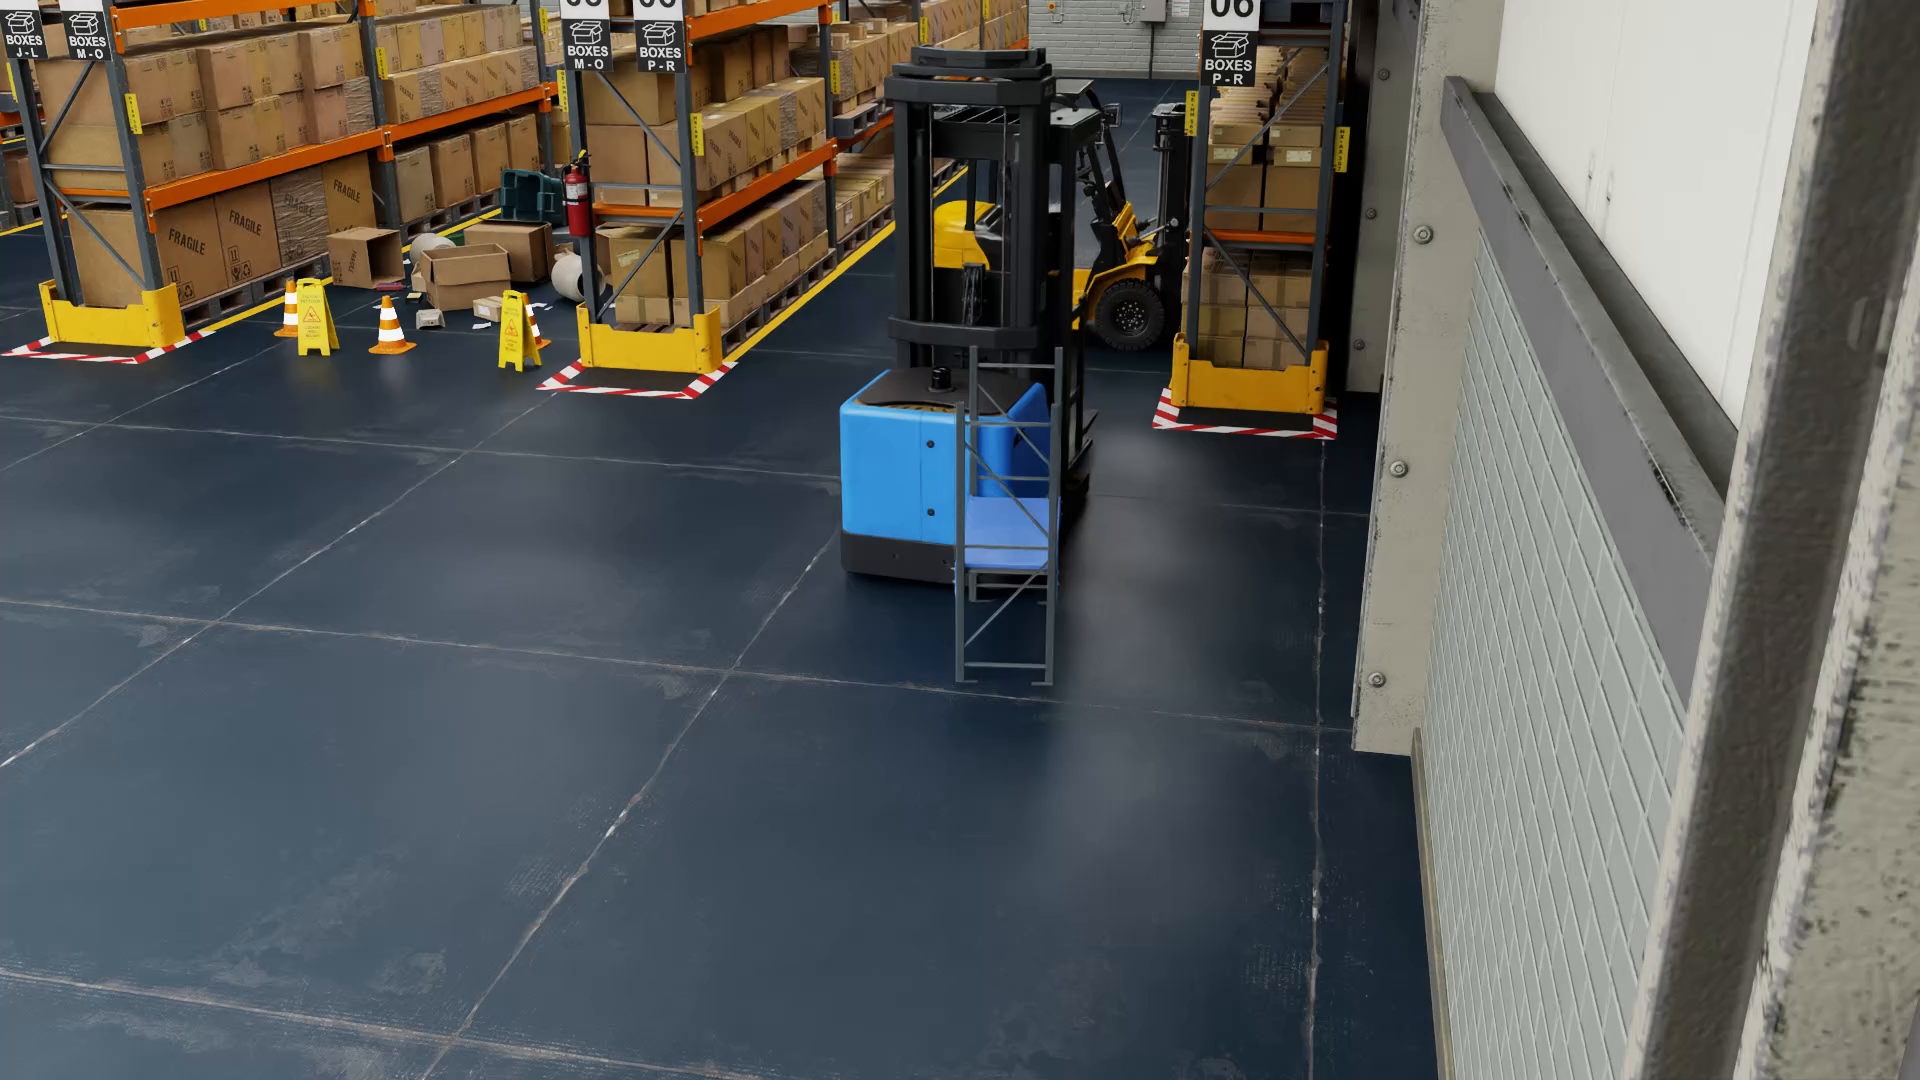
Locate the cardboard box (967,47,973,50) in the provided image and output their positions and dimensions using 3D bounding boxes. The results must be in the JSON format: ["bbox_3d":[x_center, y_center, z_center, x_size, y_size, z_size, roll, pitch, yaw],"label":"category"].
[{"bbox_3d":[-0.113,-6.792,23.403,0.500,0.250,0.500,4,22,10],"label":"cardboard box"}]

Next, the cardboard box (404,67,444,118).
[{"bbox_3d":[-6.189,-5.048,18.739,0.500,0.500,0.500,5,22,11],"label":"cardboard box"}]

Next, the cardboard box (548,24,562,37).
[{"bbox_3d":[-5.455,-6.805,22.212,0.380,0.149,0.250,4,22,11],"label":"cardboard box"}]

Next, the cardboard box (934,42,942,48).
[{"bbox_3d":[-0.527,-6.286,21.477,0.500,0.250,0.500,5,22,12],"label":"cardboard box"}]

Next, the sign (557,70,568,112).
[{"bbox_3d":[-3.151,-3.575,13.243,0.100,0.325,0.005,4,22,11],"label":"sign"}]

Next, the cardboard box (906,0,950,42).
[{"bbox_3d":[-0.427,-6.810,21.775,0.500,0.500,0.500,5,22,12],"label":"cardboard box"}]

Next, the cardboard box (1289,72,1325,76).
[{"bbox_3d":[3.536,-4.668,16.927,0.380,0.149,0.250,4,22,10],"label":"cardboard box"}]

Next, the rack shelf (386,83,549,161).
[{"bbox_3d":[-6.254,-5.043,19.823,1.077,0.370,4.000,4,22,11],"label":"rack shelf"}]

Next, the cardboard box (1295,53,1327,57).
[{"bbox_3d":[3.956,-5.409,18.768,0.380,0.149,0.250,4,22,11],"label":"cardboard box"}]

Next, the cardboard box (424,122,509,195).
[{"bbox_3d":[-6.233,-4.724,20.517,1.050,0.750,0.750,5,22,12],"label":"cardboard box"}]

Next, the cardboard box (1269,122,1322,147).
[{"bbox_3d":[2.526,-3.057,12.528,0.380,0.149,0.250,4,22,10],"label":"cardboard box"}]

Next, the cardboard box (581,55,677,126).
[{"bbox_3d":[-2.721,-3.694,13.640,0.700,0.500,0.500,4,22,10],"label":"cardboard box"}]

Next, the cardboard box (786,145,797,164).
[{"bbox_3d":[-1.767,-3.676,15.802,0.380,0.149,0.250,4,22,10],"label":"cardboard box"}]

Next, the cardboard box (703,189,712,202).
[{"bbox_3d":[-2.302,-2.928,13.944,0.380,0.149,0.250,5,22,12],"label":"cardboard box"}]

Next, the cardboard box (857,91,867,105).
[{"bbox_3d":[-1.237,-4.852,18.161,0.380,0.149,0.250,5,22,12],"label":"cardboard box"}]

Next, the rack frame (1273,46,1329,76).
[{"bbox_3d":[3.065,-3.928,16.092,1.000,3.000,0.127,4,22,11],"label":"rack frame"}]

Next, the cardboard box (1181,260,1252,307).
[{"bbox_3d":[2.037,-2.040,13.185,0.500,0.250,0.500,5,23,13],"label":"cardboard box"}]

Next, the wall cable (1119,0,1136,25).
[{"bbox_3d":[3.172,-11.125,32.602,0.588,1.984,0.122,4,22,11],"label":"wall cable"}]

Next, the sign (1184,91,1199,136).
[{"bbox_3d":[1.720,-3.159,12.314,0.100,0.325,0.005,4,22,11],"label":"sign"}]

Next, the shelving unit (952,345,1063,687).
[{"bbox_3d":[0.266,-0.149,8.716,0.538,1.500,1.048,2,22,4],"label":"shelving unit"}]

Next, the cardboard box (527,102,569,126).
[{"bbox_3d":[-5.468,-5.725,22.334,0.500,0.250,0.500,3,22,8],"label":"cardboard box"}]

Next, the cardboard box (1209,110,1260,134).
[{"bbox_3d":[2.162,-3.288,13.102,0.380,0.149,0.250,5,22,12],"label":"cardboard box"}]

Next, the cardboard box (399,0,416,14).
[{"bbox_3d":[-9.307,-8.928,27.306,0.500,0.500,0.500,4,22,9],"label":"cardboard box"}]

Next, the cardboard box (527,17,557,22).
[{"bbox_3d":[-5.875,-7.245,23.304,0.380,0.149,0.250,5,23,13],"label":"cardboard box"}]

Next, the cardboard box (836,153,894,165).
[{"bbox_3d":[-1.104,-4.538,20.561,0.950,0.372,0.625,3,22,7],"label":"cardboard box"}]

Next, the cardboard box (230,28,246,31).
[{"bbox_3d":[-10.212,-6.916,23.376,0.500,0.500,0.500,4,22,9],"label":"cardboard box"}]

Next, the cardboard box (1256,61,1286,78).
[{"bbox_3d":[3.316,-5.069,17.922,0.380,0.149,0.250,4,22,11],"label":"cardboard box"}]

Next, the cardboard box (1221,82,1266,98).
[{"bbox_3d":[2.548,-4.036,14.961,0.380,0.149,0.250,5,22,12],"label":"cardboard box"}]

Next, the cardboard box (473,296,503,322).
[{"bbox_3d":[-4.322,-2.153,15.500,0.380,0.149,0.250,18,28,38],"label":"cardboard box"}]

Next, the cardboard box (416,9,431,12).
[{"bbox_3d":[-9.197,-8.758,27.886,0.500,0.250,0.500,4,22,11],"label":"cardboard box"}]

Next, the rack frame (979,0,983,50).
[{"bbox_3d":[-0.163,-7.231,24.292,1.000,3.000,0.127,4,22,11],"label":"rack frame"}]

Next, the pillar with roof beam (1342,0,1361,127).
[{"bbox_3d":[1.507,-10.151,23.512,9.100,9.000,0.400,4,22,11],"label":"pillar with roof beam"}]

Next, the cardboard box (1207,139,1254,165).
[{"bbox_3d":[2.045,-2.961,12.687,0.380,0.149,0.250,5,22,12],"label":"cardboard box"}]

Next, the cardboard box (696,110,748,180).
[{"bbox_3d":[-2.141,-3.368,14.170,0.500,0.500,0.500,5,23,13],"label":"cardboard box"}]

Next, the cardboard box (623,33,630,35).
[{"bbox_3d":[-5.023,-7.440,24.188,0.380,0.149,0.250,5,23,13],"label":"cardboard box"}]

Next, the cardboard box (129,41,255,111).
[{"bbox_3d":[-7.095,-4.288,15.340,0.875,0.550,0.550,4,22,11],"label":"cardboard box"}]

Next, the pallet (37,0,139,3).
[{"bbox_3d":[-7.337,-4.805,14.372,1.003,0.211,1.213,4,22,11],"label":"pallet"}]

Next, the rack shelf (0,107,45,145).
[{"bbox_3d":[-11.089,-5.458,20.854,1.077,0.370,4.000,4,22,11],"label":"rack shelf"}]

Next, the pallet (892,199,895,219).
[{"bbox_3d":[-1.140,-4.189,20.472,1.003,0.211,1.213,4,22,11],"label":"pallet"}]

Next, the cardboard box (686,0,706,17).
[{"bbox_3d":[-2.226,-4.214,13.122,0.380,0.149,0.250,4,22,11],"label":"cardboard box"}]

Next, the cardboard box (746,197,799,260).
[{"bbox_3d":[-1.858,-2.963,15.809,0.500,0.500,0.500,6,23,14],"label":"cardboard box"}]

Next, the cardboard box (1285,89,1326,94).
[{"bbox_3d":[3.002,-3.808,14.392,0.380,0.149,0.250,4,22,10],"label":"cardboard box"}]

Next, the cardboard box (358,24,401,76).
[{"bbox_3d":[-6.566,-5.338,18.119,0.700,0.500,0.500,4,22,10],"label":"cardboard box"}]

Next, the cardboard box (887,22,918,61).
[{"bbox_3d":[-0.800,-5.960,20.042,0.500,0.500,0.500,4,22,9],"label":"cardboard box"}]

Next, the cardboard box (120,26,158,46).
[{"bbox_3d":[-10.768,-6.352,21.415,0.700,0.500,0.500,8,23,19],"label":"cardboard box"}]

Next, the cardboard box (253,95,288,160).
[{"bbox_3d":[-7.051,-3.986,16.036,0.875,0.550,0.500,4,22,11],"label":"cardboard box"}]

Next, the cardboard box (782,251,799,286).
[{"bbox_3d":[-1.860,-2.607,15.929,0.500,0.250,0.500,5,22,12],"label":"cardboard box"}]

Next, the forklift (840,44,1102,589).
[{"bbox_3d":[0.229,-1.599,10.399,1.130,2.935,3.031,7,23,16],"label":"forklift"}]

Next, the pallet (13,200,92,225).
[{"bbox_3d":[-11.339,-4.052,20.132,1.003,0.211,1.213,4,22,11],"label":"pallet"}]

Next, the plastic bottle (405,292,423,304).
[{"bbox_3d":[-5.281,-2.348,16.103,0.133,0.061,0.283,-3,22,-8],"label":"plastic bottle"}]

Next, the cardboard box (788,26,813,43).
[{"bbox_3d":[-1.794,-5.424,17.844,0.380,0.149,0.250,4,22,9],"label":"cardboard box"}]

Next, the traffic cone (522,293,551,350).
[{"bbox_3d":[-3.787,-1.921,14.504,0.336,0.463,0.334,4,22,11],"label":"traffic cone"}]

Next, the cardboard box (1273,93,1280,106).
[{"bbox_3d":[2.915,-4.289,16.521,0.500,0.250,0.500,4,22,10],"label":"cardboard box"}]

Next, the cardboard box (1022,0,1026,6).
[{"bbox_3d":[0.788,-9.009,27.236,0.500,0.500,0.500,5,23,13],"label":"cardboard box"}]

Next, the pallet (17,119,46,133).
[{"bbox_3d":[-14.911,-6.791,26.934,1.003,0.211,1.213,4,22,11],"label":"pallet"}]
